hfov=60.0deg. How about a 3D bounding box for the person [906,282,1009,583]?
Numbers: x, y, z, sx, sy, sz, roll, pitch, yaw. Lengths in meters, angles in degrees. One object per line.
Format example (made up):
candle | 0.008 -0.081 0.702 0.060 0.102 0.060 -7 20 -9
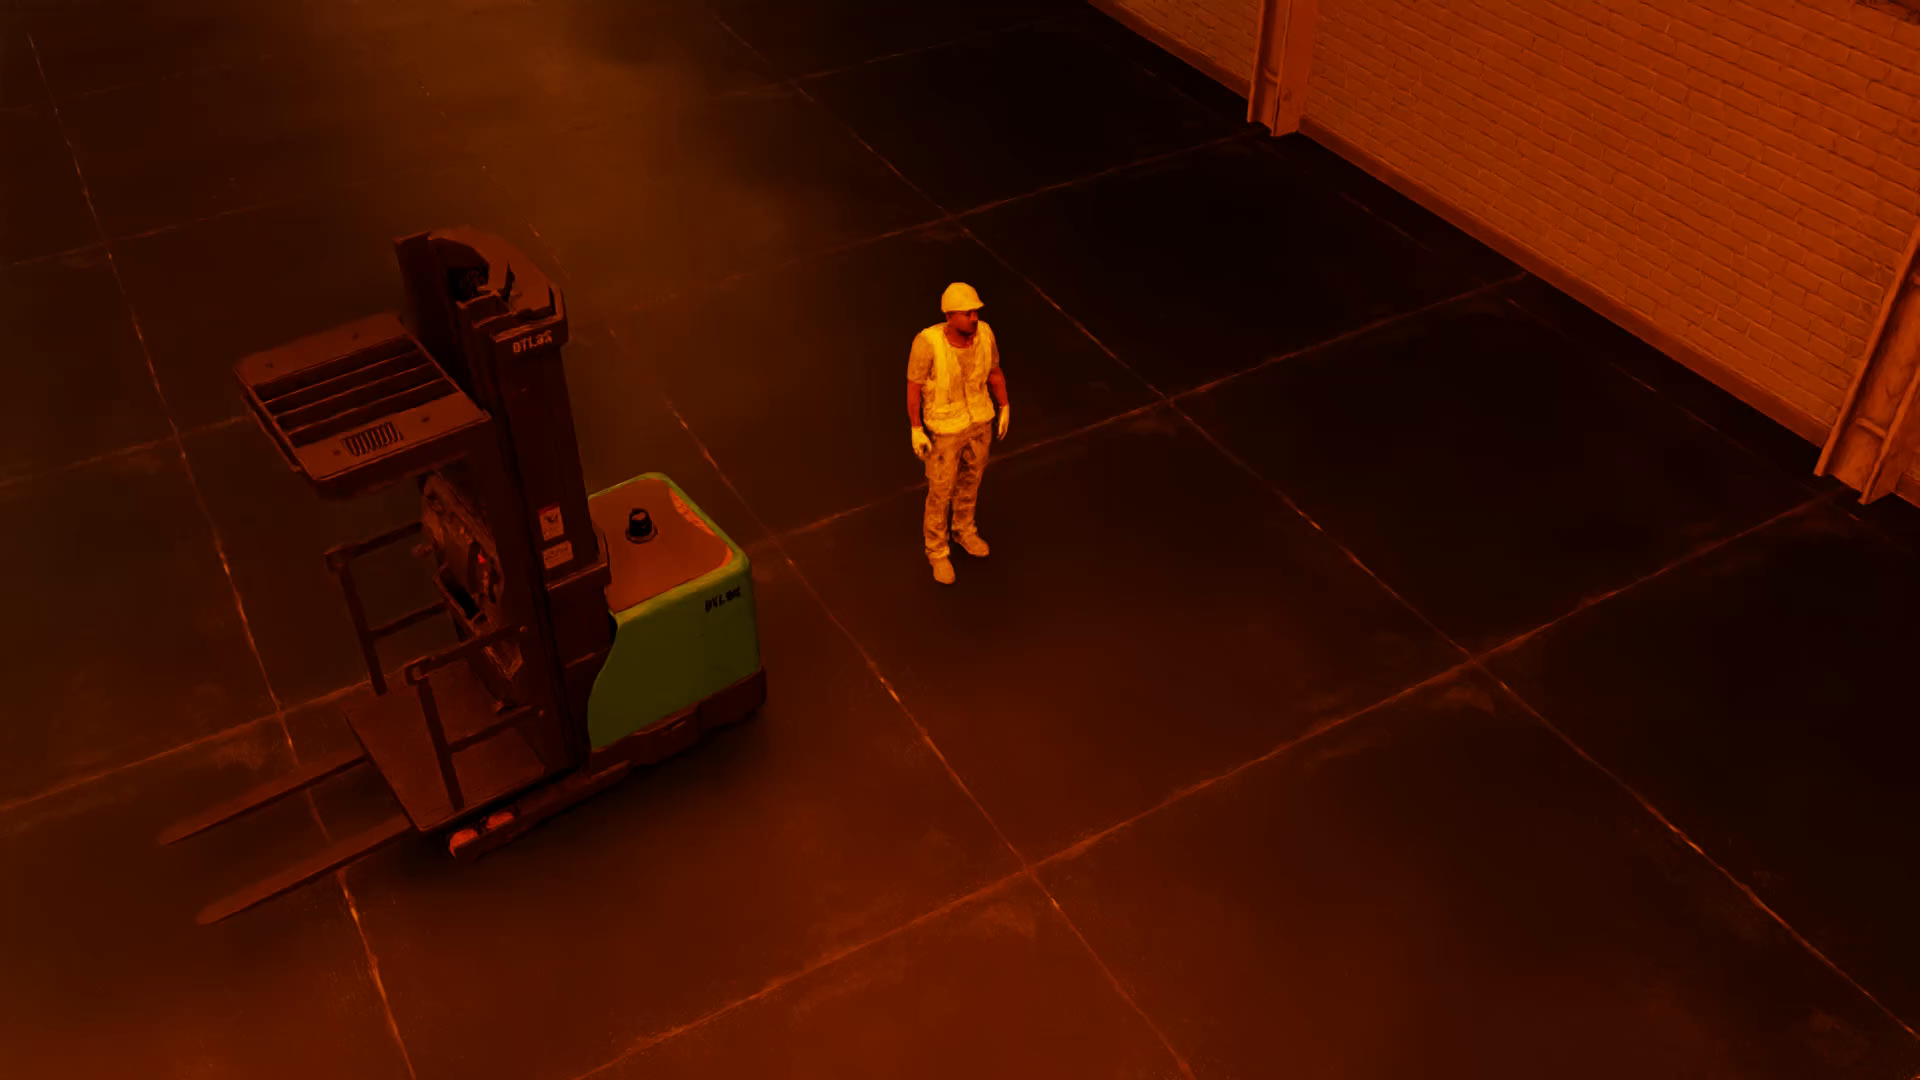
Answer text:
person | 0.029 -0.647 9.708 0.654 1.777 0.575 -20 44 -23

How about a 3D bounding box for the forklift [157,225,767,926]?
forklift | -2.553 0.106 7.908 3.031 2.935 1.130 -25 46 -27
